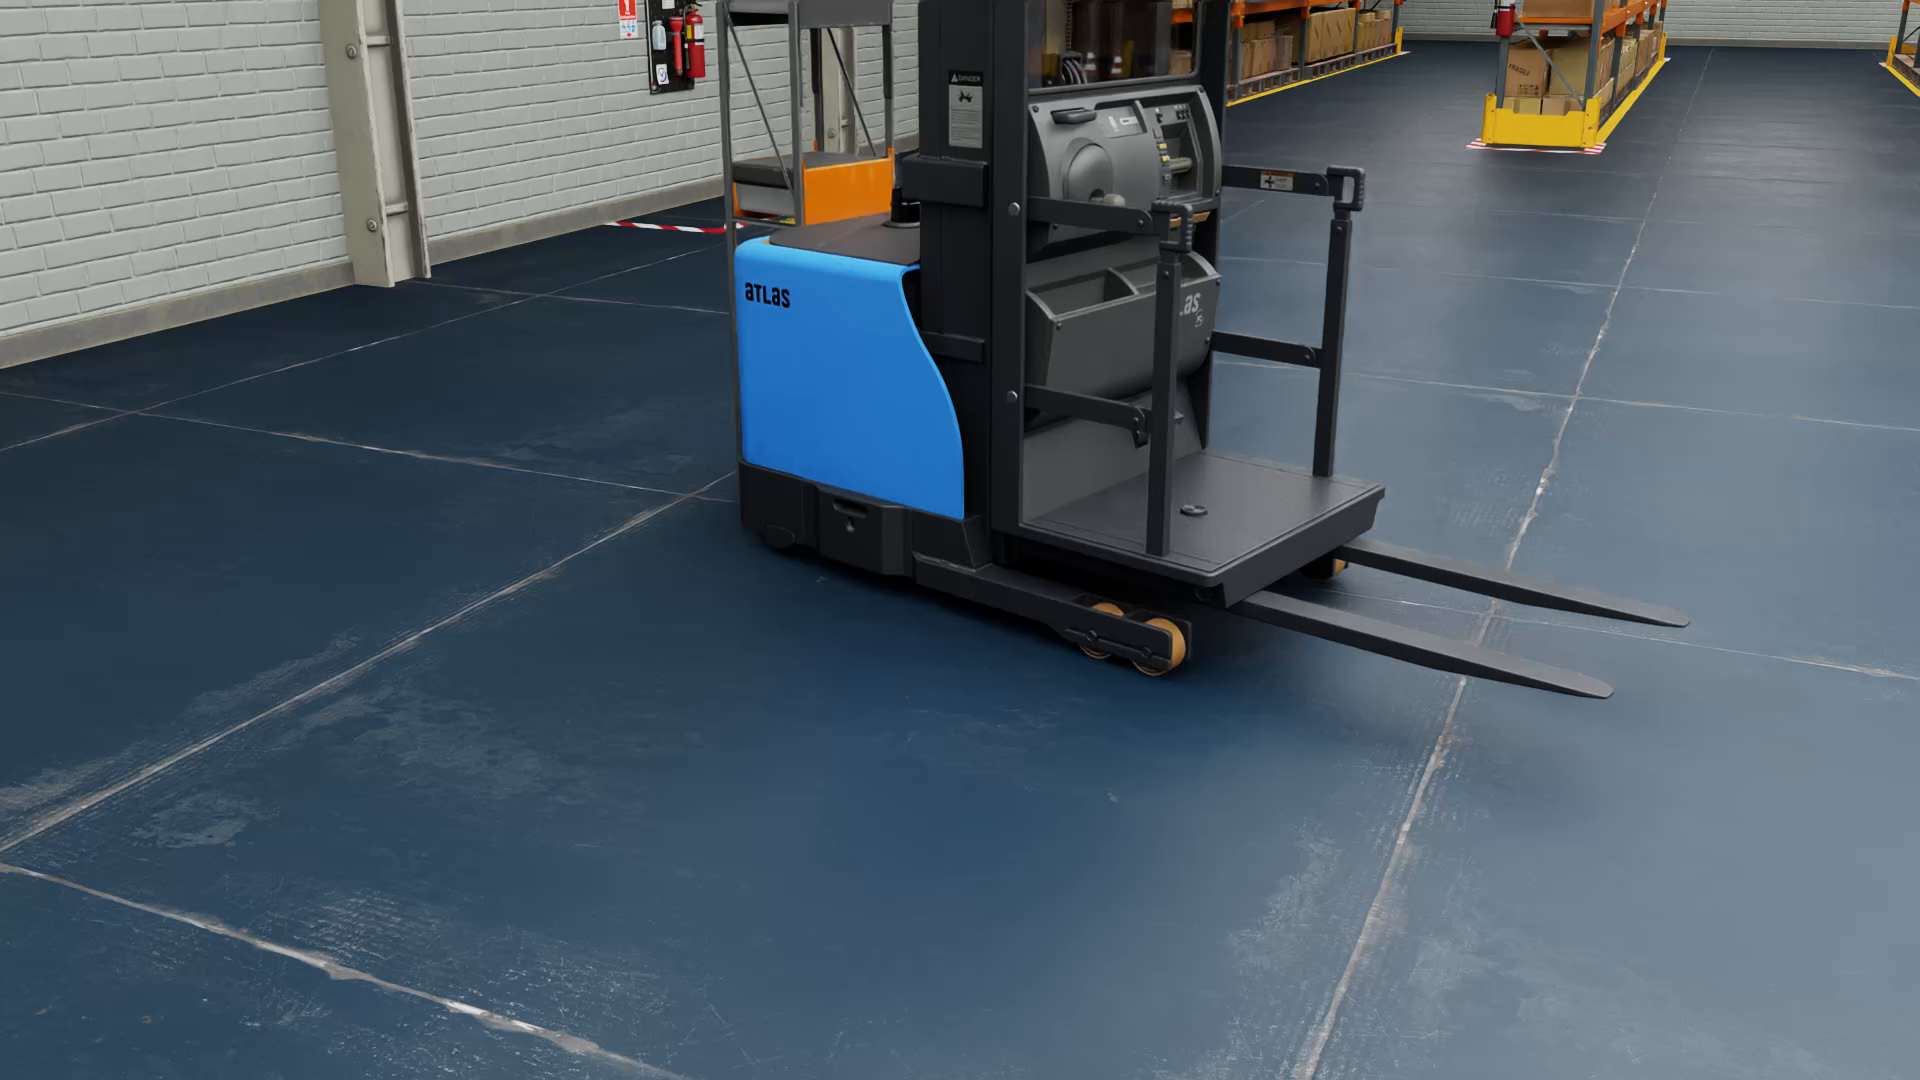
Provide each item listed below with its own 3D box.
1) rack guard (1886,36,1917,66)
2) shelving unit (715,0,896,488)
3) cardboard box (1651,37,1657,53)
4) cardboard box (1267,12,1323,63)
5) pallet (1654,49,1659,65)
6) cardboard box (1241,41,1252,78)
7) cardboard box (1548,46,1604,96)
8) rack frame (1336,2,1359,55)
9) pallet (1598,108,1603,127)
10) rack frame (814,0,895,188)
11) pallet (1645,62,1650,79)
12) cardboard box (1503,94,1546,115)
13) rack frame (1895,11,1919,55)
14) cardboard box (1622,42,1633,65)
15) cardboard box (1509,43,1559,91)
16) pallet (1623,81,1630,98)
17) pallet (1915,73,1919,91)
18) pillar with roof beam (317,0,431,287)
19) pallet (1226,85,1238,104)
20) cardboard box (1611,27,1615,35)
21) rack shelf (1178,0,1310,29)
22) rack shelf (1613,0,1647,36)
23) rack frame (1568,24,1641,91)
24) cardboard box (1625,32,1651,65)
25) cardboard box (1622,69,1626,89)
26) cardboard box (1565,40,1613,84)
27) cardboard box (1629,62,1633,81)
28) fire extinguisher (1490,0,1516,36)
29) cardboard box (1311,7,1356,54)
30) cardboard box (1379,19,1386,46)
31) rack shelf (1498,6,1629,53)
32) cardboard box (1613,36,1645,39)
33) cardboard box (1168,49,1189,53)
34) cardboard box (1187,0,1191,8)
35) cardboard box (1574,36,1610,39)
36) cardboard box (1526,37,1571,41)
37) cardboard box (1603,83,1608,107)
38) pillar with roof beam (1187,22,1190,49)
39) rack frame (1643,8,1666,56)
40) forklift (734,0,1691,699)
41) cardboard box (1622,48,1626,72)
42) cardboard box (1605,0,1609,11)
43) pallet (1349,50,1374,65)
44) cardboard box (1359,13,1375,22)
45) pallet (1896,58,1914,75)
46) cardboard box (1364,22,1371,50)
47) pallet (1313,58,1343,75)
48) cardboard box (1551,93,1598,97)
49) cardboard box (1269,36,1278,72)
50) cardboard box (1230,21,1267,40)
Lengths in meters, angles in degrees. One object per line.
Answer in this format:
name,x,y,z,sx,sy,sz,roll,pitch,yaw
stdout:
rack guard,17.367,-8.777,29.902,1.175,0.500,0.348,9,21,23
shelving unit,-0.559,-1.217,6.257,0.431,2.100,0.503,16,25,37
cardboard box,12.437,-9.052,30.391,0.500,0.250,0.500,9,21,23
cardboard box,5.475,-8.251,27.274,0.750,0.750,0.750,8,21,22
pallet,12.495,-9.045,31.088,1.003,0.211,1.213,9,21,23
cardboard box,3.869,-7.058,24.412,0.700,0.500,0.500,8,21,22
cardboard box,6.925,-5.277,18.689,0.500,0.500,0.500,9,21,23
rack frame,6.693,-10.082,29.841,1.000,3.000,0.127,9,21,23
pallet,7.075,-5.032,19.804,1.003,0.211,1.213,9,21,23
rack frame,-0.403,-1.280,6.434,0.400,2.100,0.015,16,25,37
pallet,10.915,-7.836,27.687,1.003,0.211,1.213,9,21,23
cardboard box,6.249,-4.842,18.584,0.500,0.250,0.500,9,21,23
rack frame,17.369,-9.945,29.457,1.000,3.000,0.127,9,21,23
cardboard box,9.169,-6.840,23.364,0.500,0.311,0.500,8,21,22
cardboard box,6.644,-5.503,19.324,0.500,0.500,0.500,9,21,23
pallet,9.203,-6.620,24.270,1.003,0.211,1.213,9,21,23
pallet,14.879,-6.804,24.787,1.003,0.211,1.213,9,21,23
pillar with roof beam,0.290,-5.314,7.481,9.100,9.000,0.400,9,21,23
pallet,3.174,-6.112,22.841,1.003,0.211,1.213,9,21,23
cardboard box,10.179,-8.213,26.540,0.500,0.250,0.500,8,21,22
rack shelf,4.236,-7.909,24.804,1.077,0.370,4.000,9,21,23
rack shelf,8.756,-7.230,22.896,1.077,0.370,4.000,9,21,23
rack frame,9.575,-8.181,24.495,1.000,3.000,0.127,9,21,23
cardboard box,10.857,-7.940,26.891,0.500,0.500,0.500,9,21,23
cardboard box,8.749,-6.264,22.583,0.500,0.250,0.500,8,21,21
cardboard box,7.530,-5.737,19.982,0.500,0.500,0.500,9,21,23
cardboard box,9.375,-6.731,23.895,0.500,0.250,0.500,8,21,22
fire extinguisher,5.827,-5.726,17.709,0.296,0.674,0.183,9,21,23
cardboard box,6.545,-9.050,29.522,0.750,0.750,0.750,9,21,23
cardboard box,7.930,-9.944,32.558,0.700,0.500,0.500,8,21,23
rack shelf,7.118,-6.007,19.458,1.077,0.370,4.000,9,21,23
cardboard box,10.232,-7.471,25.573,0.500,0.500,0.500,8,21,21
cardboard box,3.028,-6.343,22.402,0.500,0.500,0.500,7,21,19
cardboard box,2.682,-6.774,20.733,0.500,0.250,0.500,8,21,22
cardboard box,9.744,-7.528,25.735,0.500,0.500,0.500,9,22,25
cardboard box,7.264,-5.961,20.611,0.500,0.500,0.500,9,21,23
cardboard box,7.542,-5.382,20.103,0.500,0.250,0.500,9,21,23
pillar with roof beam,7.661,-10.816,22.953,9.100,9.000,0.400,9,21,23
rack frame,12.851,-10.626,31.372,1.000,3.000,0.127,9,21,23
forklift,0.677,-1.184,4.923,3.031,2.935,1.130,16,25,37
cardboard box,8.544,-6.369,22.040,0.500,0.311,0.500,8,21,22
cardboard box,7.342,-6.553,19.770,0.700,0.500,0.500,9,21,24
pallet,7.075,-8.990,30.932,1.003,0.211,1.213,9,21,23
cardboard box,7.613,-9.861,31.357,0.380,0.149,0.250,8,21,21
pallet,16.495,-8.013,28.186,1.003,0.211,1.213,9,21,23
cardboard box,7.301,-9.470,31.224,0.700,0.500,0.500,8,21,22
pallet,5.947,-8.148,28.564,1.003,0.211,1.213,9,21,23
cardboard box,6.923,-4.924,18.815,0.500,0.250,0.500,9,21,23
cardboard box,4.490,-7.520,25.711,0.700,0.500,0.500,9,21,23
cardboard box,4.311,-7.691,25.074,0.500,0.250,0.500,8,21,22
